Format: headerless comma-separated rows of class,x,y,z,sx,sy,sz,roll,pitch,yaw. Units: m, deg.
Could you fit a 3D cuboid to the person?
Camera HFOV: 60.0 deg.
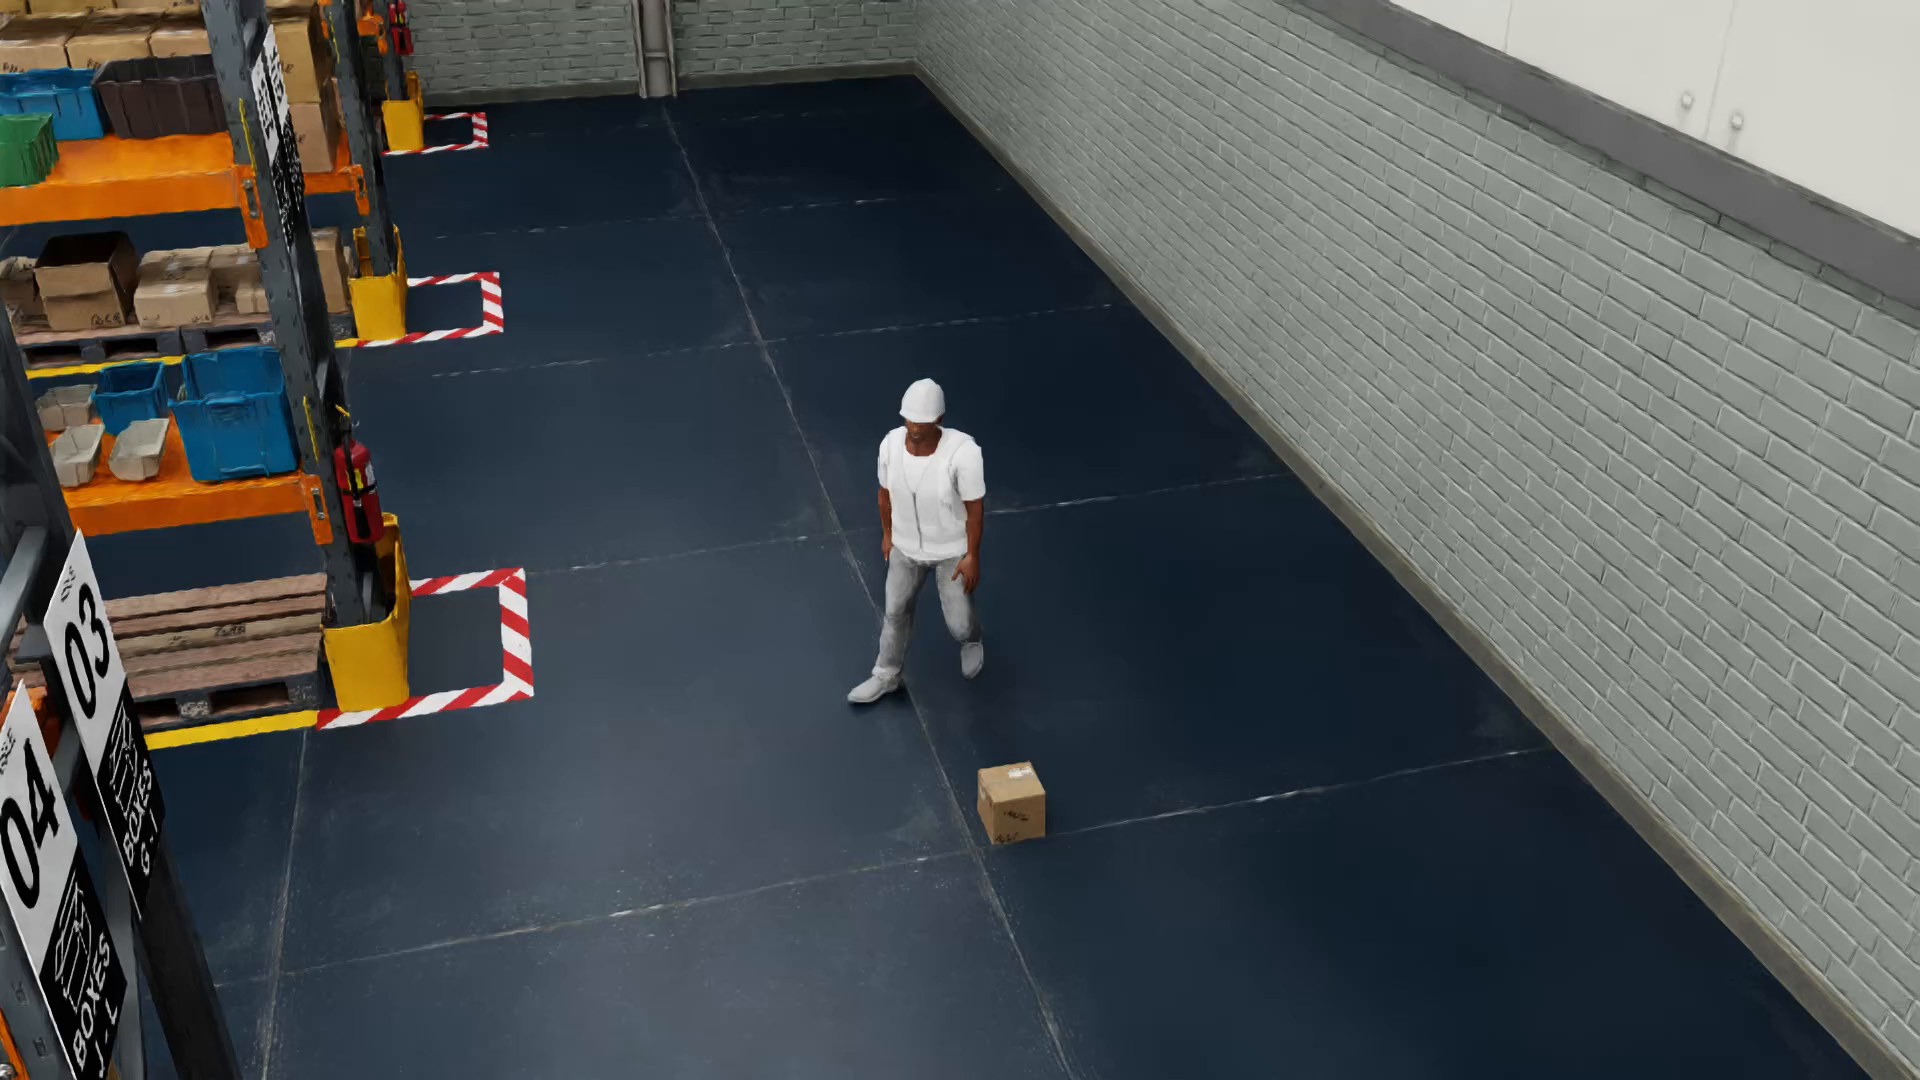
person,-0.167,0.001,8.182,0.661,1.761,0.623,12,32,20
